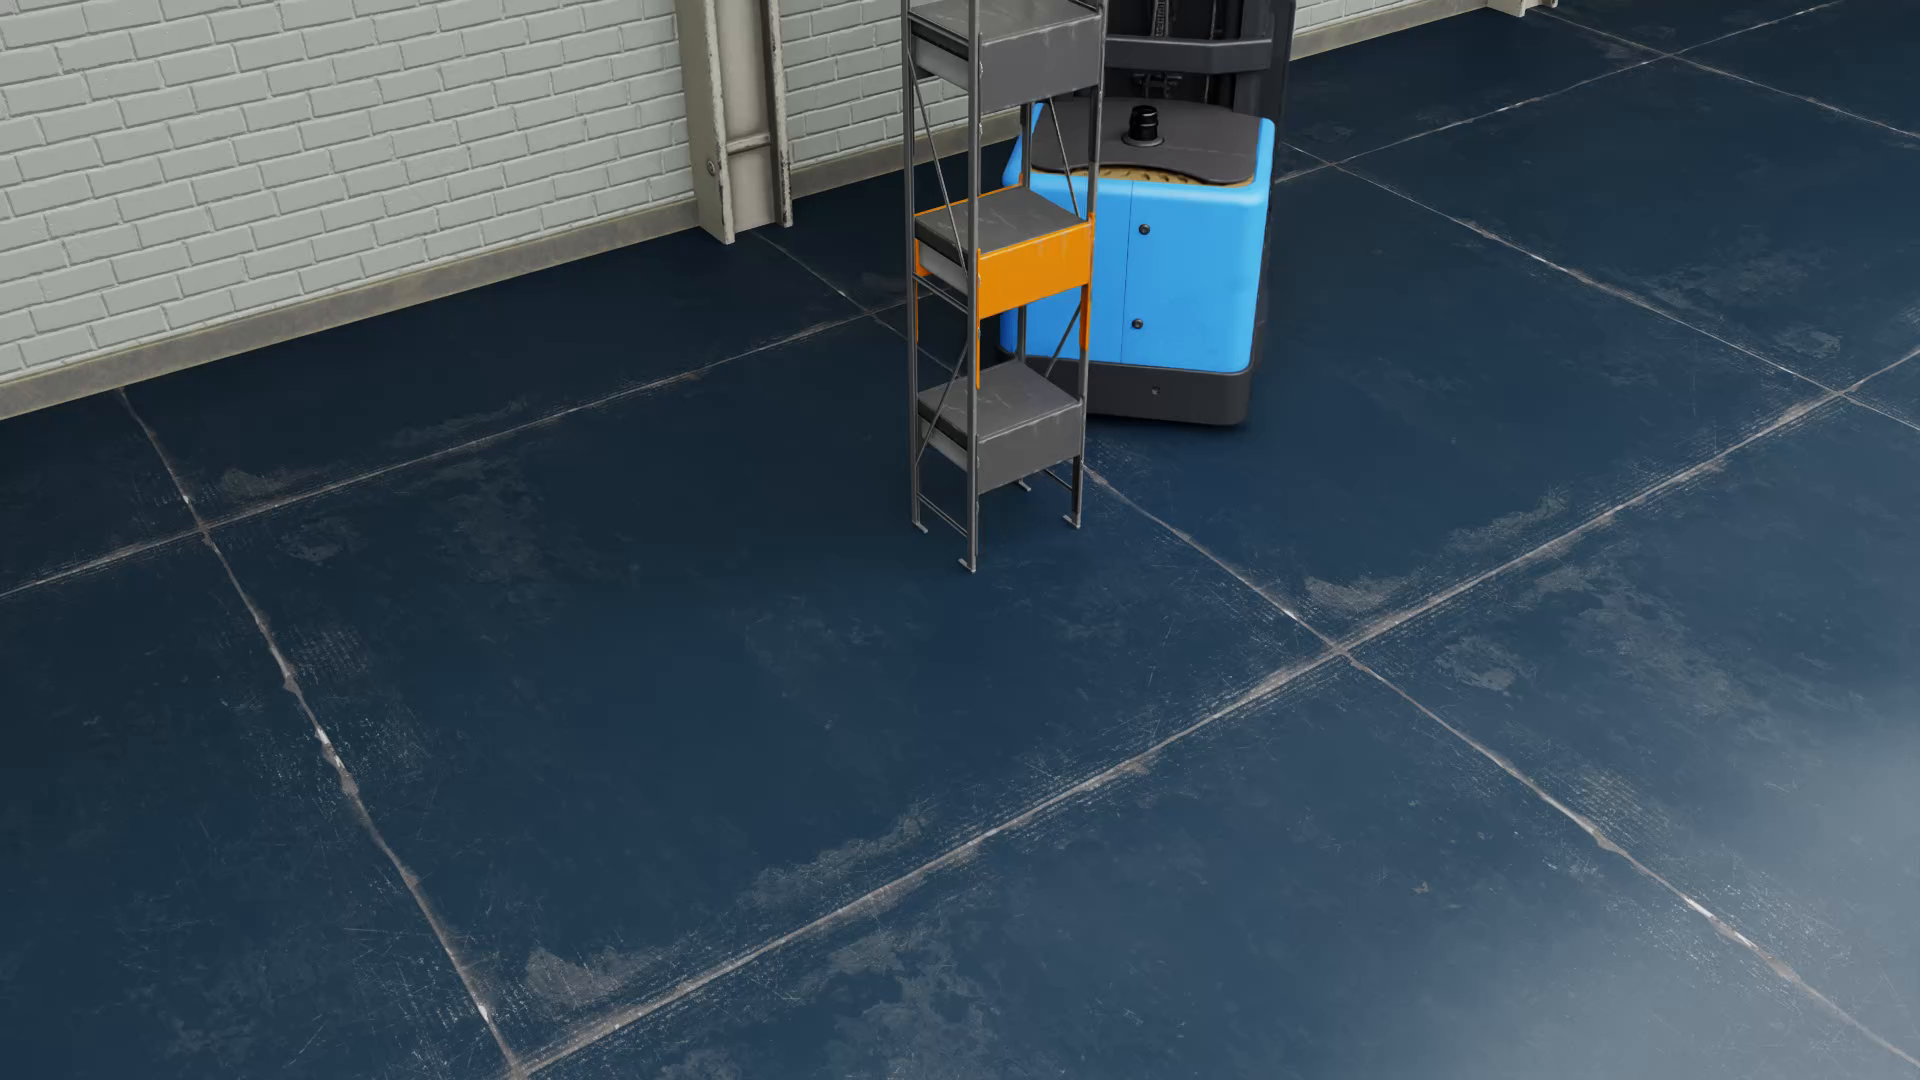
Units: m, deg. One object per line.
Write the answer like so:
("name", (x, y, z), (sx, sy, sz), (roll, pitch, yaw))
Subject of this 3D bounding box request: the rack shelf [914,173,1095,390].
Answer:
("rack shelf", (0.135, -0.897, 5.722), (0.480, 0.518, 0.431), (-22, 41, -28))

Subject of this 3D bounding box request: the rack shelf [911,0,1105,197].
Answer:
("rack shelf", (0.135, -1.465, 5.314), (0.480, 0.518, 0.431), (-22, 41, -28))

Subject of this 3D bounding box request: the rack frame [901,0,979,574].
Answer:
("rack frame", (-0.064, -0.826, 5.600), (0.015, 2.100, 0.400), (-22, 41, -28))

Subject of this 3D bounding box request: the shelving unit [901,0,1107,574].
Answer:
("shelving unit", (0.135, -0.908, 5.714), (0.503, 2.100, 0.431), (-22, 41, -28))

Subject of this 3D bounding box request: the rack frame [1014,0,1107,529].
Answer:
("rack frame", (0.335, -0.990, 5.828), (0.015, 2.100, 0.400), (-22, 41, -28))

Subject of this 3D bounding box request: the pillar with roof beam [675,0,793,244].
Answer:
("pillar with roof beam", (1.383, -3.213, 3.010), (0.400, 9.000, 9.100), (-22, 41, -28))

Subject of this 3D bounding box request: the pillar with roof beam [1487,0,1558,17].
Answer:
("pillar with roof beam", (6.287, -5.231, 5.816), (0.400, 9.000, 9.100), (-22, 41, -28))

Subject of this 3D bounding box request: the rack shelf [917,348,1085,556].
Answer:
("rack shelf", (0.135, -0.329, 6.131), (0.480, 0.518, 0.431), (-22, 41, -28))

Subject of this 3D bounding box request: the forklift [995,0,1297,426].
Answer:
("forklift", (0.927, -2.511, 7.231), (1.130, 2.935, 3.031), (6, 36, 9))
